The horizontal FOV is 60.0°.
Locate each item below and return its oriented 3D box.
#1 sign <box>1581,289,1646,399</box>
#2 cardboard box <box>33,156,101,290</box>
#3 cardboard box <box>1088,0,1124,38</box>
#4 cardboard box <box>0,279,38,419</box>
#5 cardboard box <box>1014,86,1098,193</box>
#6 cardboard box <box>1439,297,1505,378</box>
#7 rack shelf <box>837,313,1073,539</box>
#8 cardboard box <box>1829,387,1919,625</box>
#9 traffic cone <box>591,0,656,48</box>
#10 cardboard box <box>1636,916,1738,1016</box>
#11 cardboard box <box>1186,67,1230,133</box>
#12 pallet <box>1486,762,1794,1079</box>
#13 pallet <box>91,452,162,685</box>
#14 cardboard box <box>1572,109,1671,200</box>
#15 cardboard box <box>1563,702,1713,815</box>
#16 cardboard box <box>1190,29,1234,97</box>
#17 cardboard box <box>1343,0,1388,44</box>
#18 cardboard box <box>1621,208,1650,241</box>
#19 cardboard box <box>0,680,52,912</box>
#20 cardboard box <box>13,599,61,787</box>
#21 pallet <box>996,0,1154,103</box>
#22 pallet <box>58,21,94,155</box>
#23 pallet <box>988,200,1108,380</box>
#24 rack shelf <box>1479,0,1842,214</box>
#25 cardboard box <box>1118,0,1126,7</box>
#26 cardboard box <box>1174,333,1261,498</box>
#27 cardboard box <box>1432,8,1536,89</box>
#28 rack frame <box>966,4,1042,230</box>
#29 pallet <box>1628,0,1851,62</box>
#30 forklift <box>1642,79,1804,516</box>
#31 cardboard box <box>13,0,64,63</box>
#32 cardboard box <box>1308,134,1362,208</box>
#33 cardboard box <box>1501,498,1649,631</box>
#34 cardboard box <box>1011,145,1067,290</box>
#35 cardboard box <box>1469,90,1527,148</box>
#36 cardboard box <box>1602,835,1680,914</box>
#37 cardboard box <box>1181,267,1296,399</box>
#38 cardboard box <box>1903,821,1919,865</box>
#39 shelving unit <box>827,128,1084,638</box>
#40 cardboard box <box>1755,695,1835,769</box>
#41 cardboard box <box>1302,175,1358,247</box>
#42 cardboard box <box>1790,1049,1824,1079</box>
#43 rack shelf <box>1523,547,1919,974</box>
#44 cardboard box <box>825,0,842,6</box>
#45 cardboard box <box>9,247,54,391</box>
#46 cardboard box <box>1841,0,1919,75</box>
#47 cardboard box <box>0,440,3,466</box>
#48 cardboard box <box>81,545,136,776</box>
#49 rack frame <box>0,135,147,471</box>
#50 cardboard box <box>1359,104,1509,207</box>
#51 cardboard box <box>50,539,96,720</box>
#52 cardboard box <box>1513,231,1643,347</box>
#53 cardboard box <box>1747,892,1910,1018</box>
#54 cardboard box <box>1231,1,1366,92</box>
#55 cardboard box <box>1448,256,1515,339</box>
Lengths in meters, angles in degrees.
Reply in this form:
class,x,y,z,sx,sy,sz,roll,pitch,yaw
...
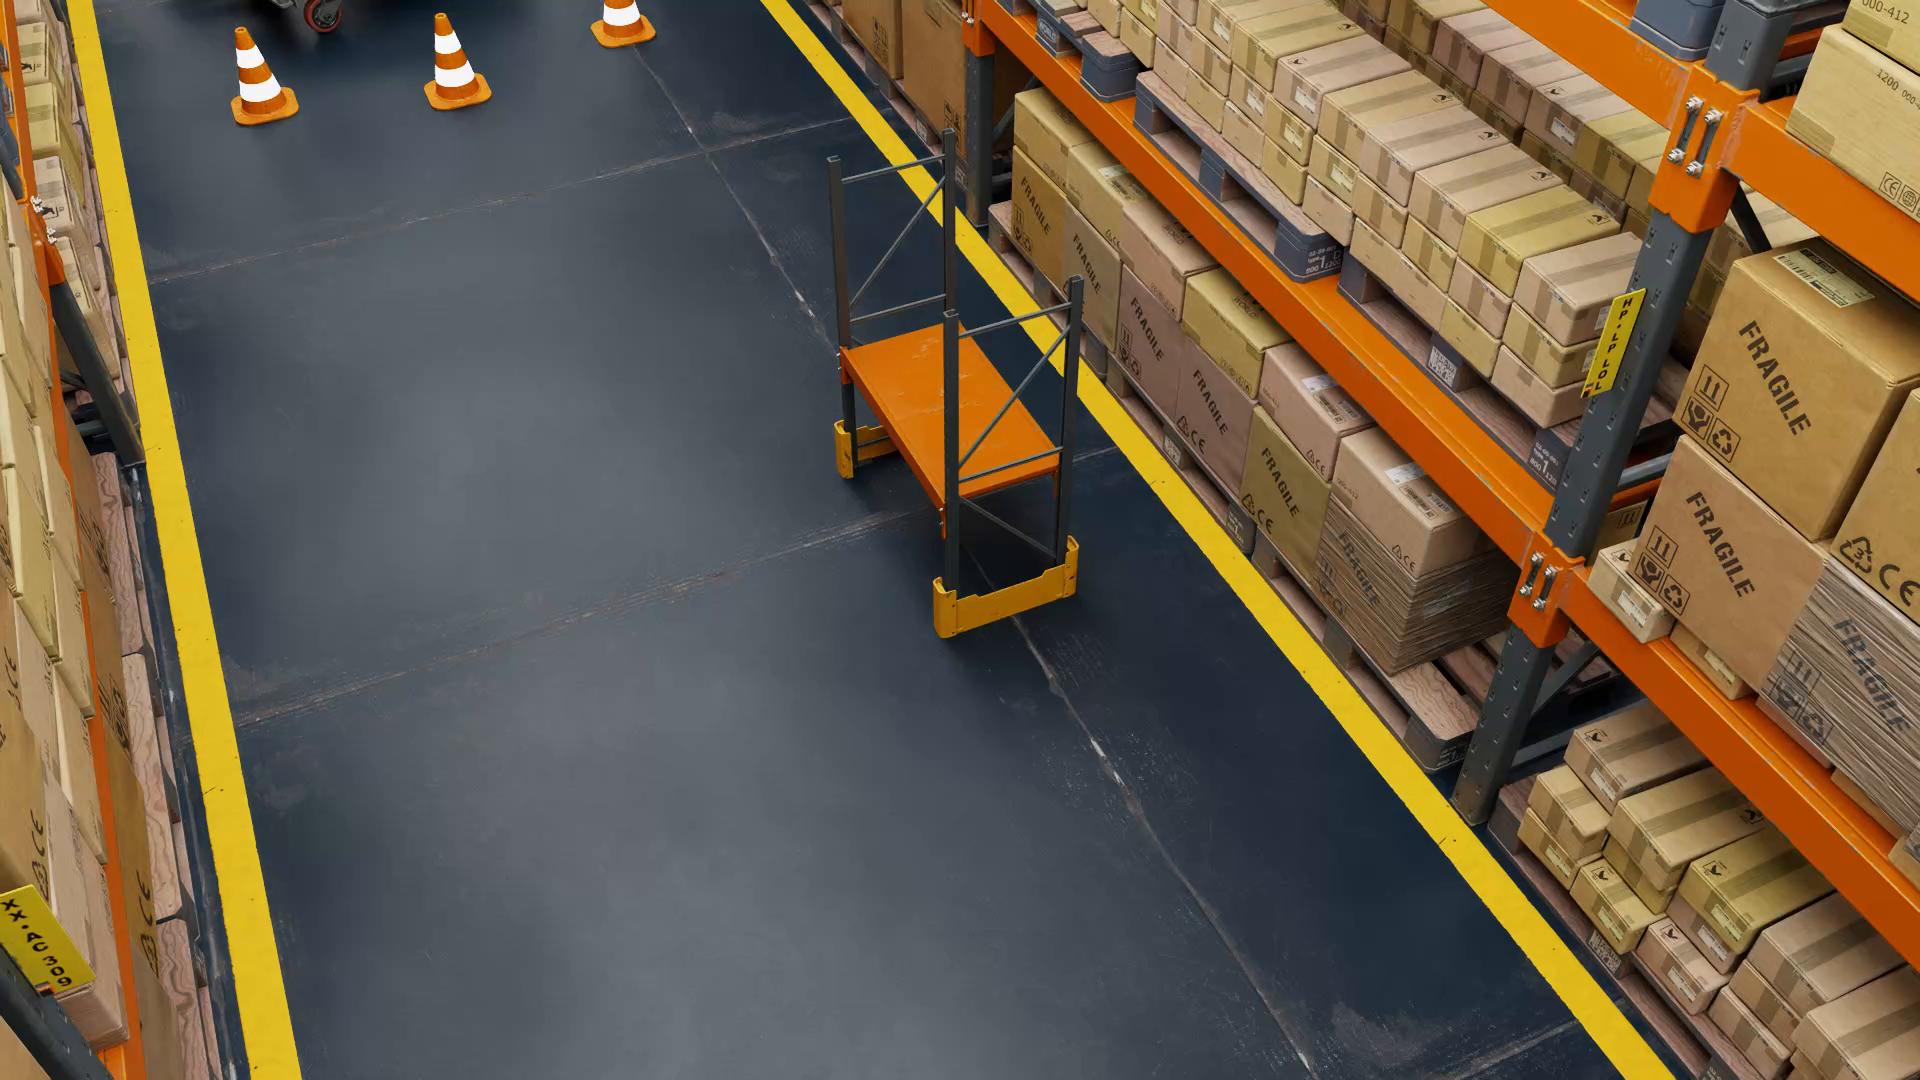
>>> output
class,x,y,z,sx,sy,sz,roll,pitch,yaw
sign,1.688,-0.505,4.301,0.100,0.325,0.005,-18,47,-17
cardboard box,-4.486,-1.326,7.530,0.950,0.372,0.625,-19,48,-18
cardboard box,0.740,-2.180,6.704,0.380,0.149,0.250,-16,47,-15
cardboard box,-3.053,-0.526,4.899,0.500,0.250,0.500,-19,48,-18
cardboard box,0.579,-1.823,7.409,0.500,0.250,0.500,-20,48,-19
cardboard box,1.734,-0.679,5.182,0.380,0.149,0.250,-18,47,-17
rack shelf,-0.036,-0.460,6.405,0.538,0.185,1.000,-18,47,-17
cardboard box,2.391,-0.071,3.691,0.500,0.500,0.500,-19,48,-19
traffic cone,-1.980,-3.153,9.616,0.336,0.463,0.334,-18,47,-17
cardboard box,2.316,1.246,5.082,0.380,0.149,0.250,-18,47,-18
cardboard box,1.073,-1.679,6.195,0.380,0.149,0.250,-17,47,-17
pallet,2.505,1.152,5.433,1.003,0.211,1.213,-18,47,-17
pallet,-3.677,0.236,6.361,1.003,0.211,1.213,-18,47,-17
cardboard box,2.214,-1.257,5.345,0.380,0.149,0.250,-18,47,-17
cardboard box,2.147,0.676,5.237,0.380,0.149,0.250,-16,47,-16
cardboard box,1.072,-1.786,6.093,0.380,0.149,0.250,-18,48,-18
cardboard box,1.674,-1.972,6.281,0.380,0.149,0.250,-17,47,-16
cardboard box,2.331,-0.976,5.272,0.380,0.149,0.250,-19,48,-18
cardboard box,-2.183,0.511,3.314,0.500,0.500,0.500,-18,47,-17
cardboard box,-2.432,0.455,3.904,0.500,0.250,0.500,-17,47,-17
pallet,0.905,-2.317,7.099,1.213,0.211,1.003,-18,47,-17
pallet,-5.293,-2.342,8.973,1.003,0.211,1.213,-18,47,-17
pallet,0.836,-1.317,7.934,1.003,0.211,1.213,-18,47,-17
rack shelf,1.349,-2.345,5.367,1.077,0.370,4.000,-18,47,-17
cardboard box,0.761,-2.265,6.578,0.380,0.149,0.250,-19,48,-19
cardboard box,1.223,-0.571,6.673,0.500,0.500,0.500,-19,48,-18
cardboard box,1.897,-1.741,5.835,0.380,0.149,0.250,-16,47,-16
rack frame,0.508,-2.808,7.460,1.000,3.000,0.127,-18,47,-17
pallet,2.027,-1.684,4.319,1.213,0.211,1.003,-18,47,-17
forklift,2.828,-1.911,6.600,1.130,2.935,3.031,-19,48,-18
cardboard box,-5.399,-2.711,8.934,0.950,0.372,0.625,-17,47,-17
cardboard box,1.403,-1.285,5.585,0.380,0.149,0.250,-20,48,-19
cardboard box,2.120,-0.068,6.164,0.500,0.500,0.500,-16,47,-16
cardboard box,0.574,-1.541,7.657,0.500,0.500,0.500,-20,48,-19
cardboard box,1.997,-1.477,5.779,0.380,0.149,0.250,-16,47,-16
cardboard box,2.240,0.961,5.159,0.380,0.149,0.250,-18,47,-17
cardboard box,1.209,-0.849,6.422,0.500,0.250,0.500,-20,48,-19
cardboard box,2.564,0.635,3.688,0.500,0.500,0.500,-19,48,-18
shelving unit,-0.032,-0.582,6.272,0.587,1.500,1.083,-18,47,-17
cardboard box,2.348,0.405,4.383,0.380,0.149,0.250,-20,48,-19
cardboard box,1.404,-1.173,5.683,0.380,0.149,0.250,-20,48,-19
cardboard box,2.581,1.461,4.653,0.380,0.149,0.250,-16,47,-16
rack shelf,3.031,1.272,3.837,1.077,0.370,4.000,-18,47,-17
cardboard box,-0.429,-3.720,9.688,1.050,0.750,0.750,-18,47,-17
cardboard box,-3.263,-0.661,5.392,0.500,0.250,0.500,-17,47,-17
cardboard box,2.175,-1.073,3.317,0.500,0.250,0.500,-17,47,-16
cardboard box,-2.853,-0.453,4.290,0.500,0.500,0.500,-19,48,-18
cardboard box,-3.354,0.360,5.463,0.875,0.875,0.875,-17,47,-17
rack frame,-3.940,-1.281,5.913,1.000,3.000,0.127,-18,47,-17
cardboard box,1.513,-1.232,5.319,0.380,0.149,0.250,-18,47,-18
cardboard box,-2.624,0.302,4.415,0.500,0.250,0.500,-18,48,-18
cardboard box,1.844,-0.729,4.809,0.380,0.149,0.250,-16,47,-16
cardboard box,2.491,1.175,4.731,0.380,0.149,0.250,-19,48,-18
cardboard box,1.183,-1.731,5.825,0.380,0.149,0.250,-19,48,-18
cardboard box,1.732,-0.787,5.080,0.380,0.149,0.250,-18,47,-17
